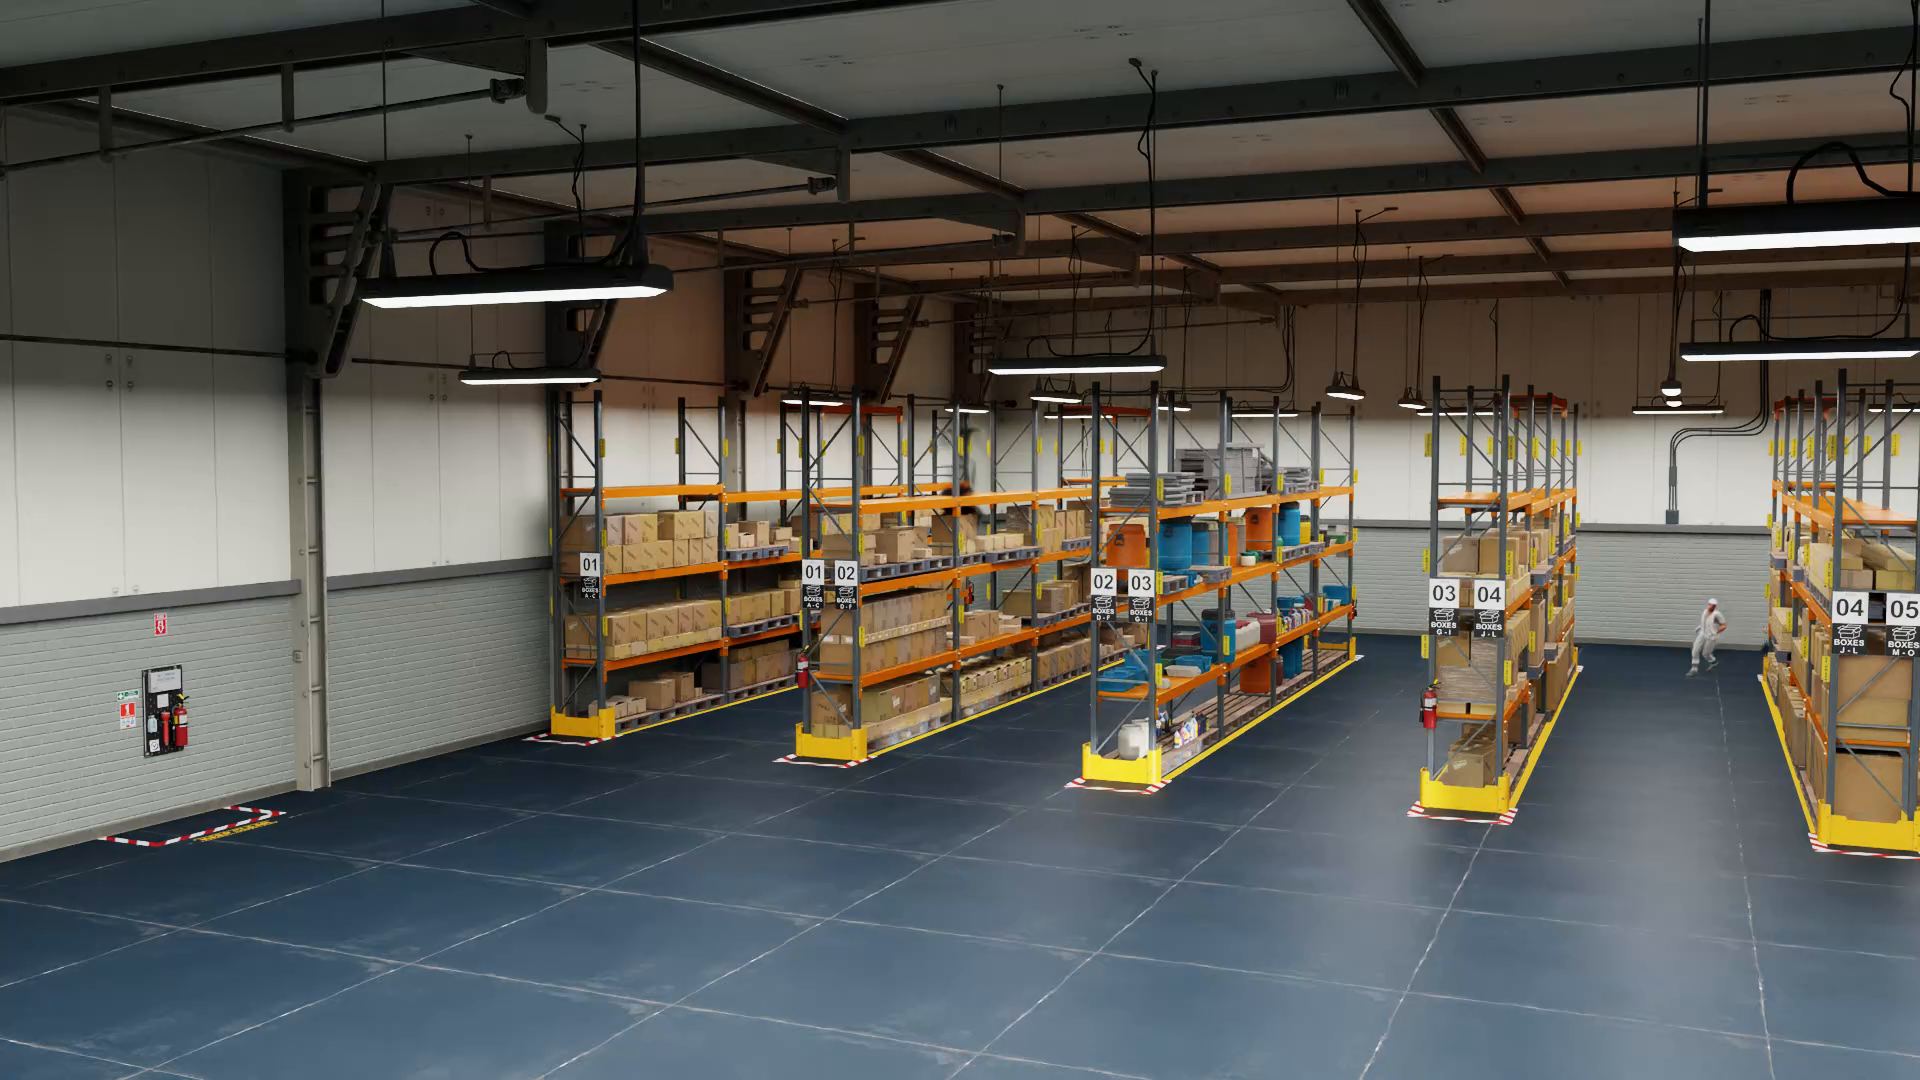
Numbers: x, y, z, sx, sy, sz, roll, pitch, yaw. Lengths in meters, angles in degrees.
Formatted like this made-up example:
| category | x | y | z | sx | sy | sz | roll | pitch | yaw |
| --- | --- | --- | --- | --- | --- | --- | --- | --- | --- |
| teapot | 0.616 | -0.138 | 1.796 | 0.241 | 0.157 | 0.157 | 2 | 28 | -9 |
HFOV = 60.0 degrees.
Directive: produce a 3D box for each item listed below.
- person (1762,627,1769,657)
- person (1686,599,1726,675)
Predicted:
| category | x | y | z | sx | sy | sz | roll | pitch | yaw |
| --- | --- | --- | --- | --- | --- | --- | --- | --- | --- |
| person | 18.090 | 2.192 | 36.784 | 0.665 | 1.589 | 0.516 | 0 | 3 | -1 |
| person | 16.526 | 2.143 | 36.546 | 0.831 | 1.748 | 0.719 | -1 | 3 | -25 |
